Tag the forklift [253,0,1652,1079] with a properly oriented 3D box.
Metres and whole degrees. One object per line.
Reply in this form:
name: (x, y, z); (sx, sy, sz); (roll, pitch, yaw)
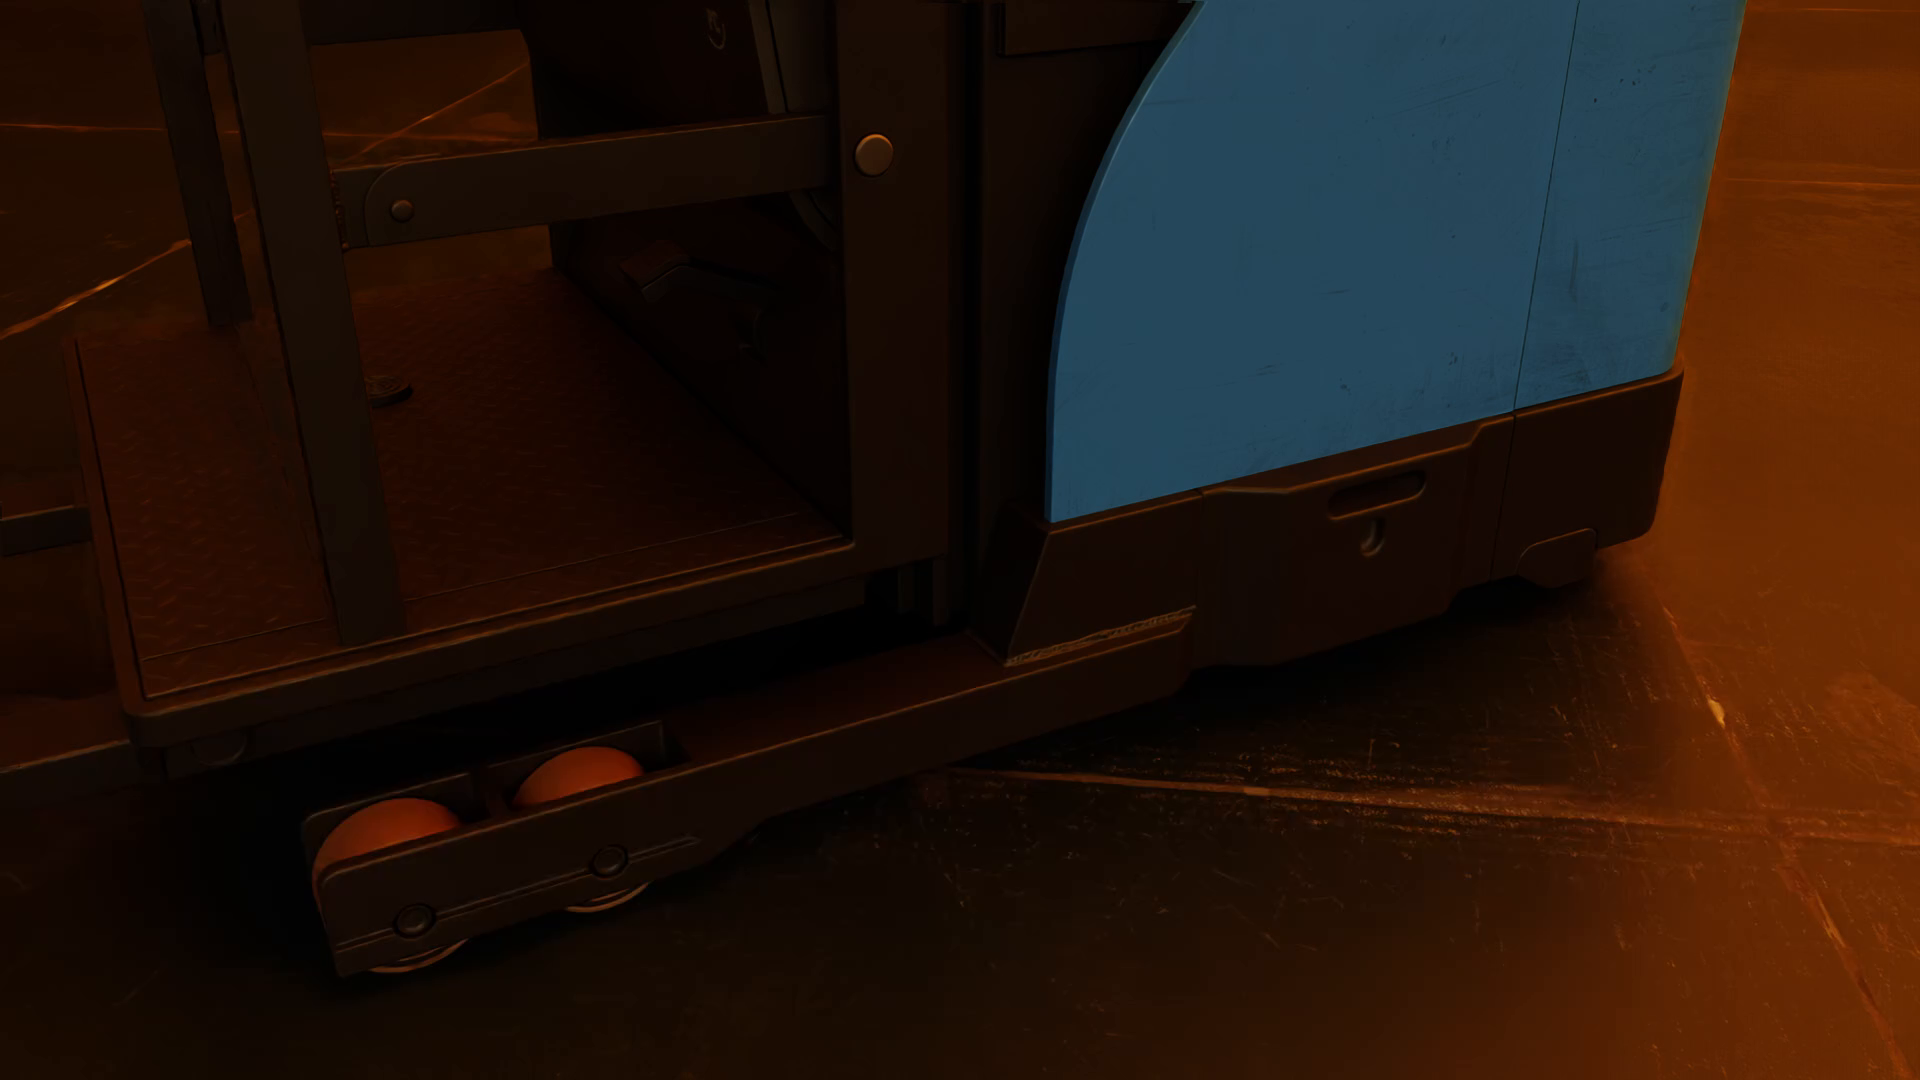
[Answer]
forklift: (-0.004, -1.007, 1.236); (1.130, 2.935, 3.031); (1, 27, 1)
